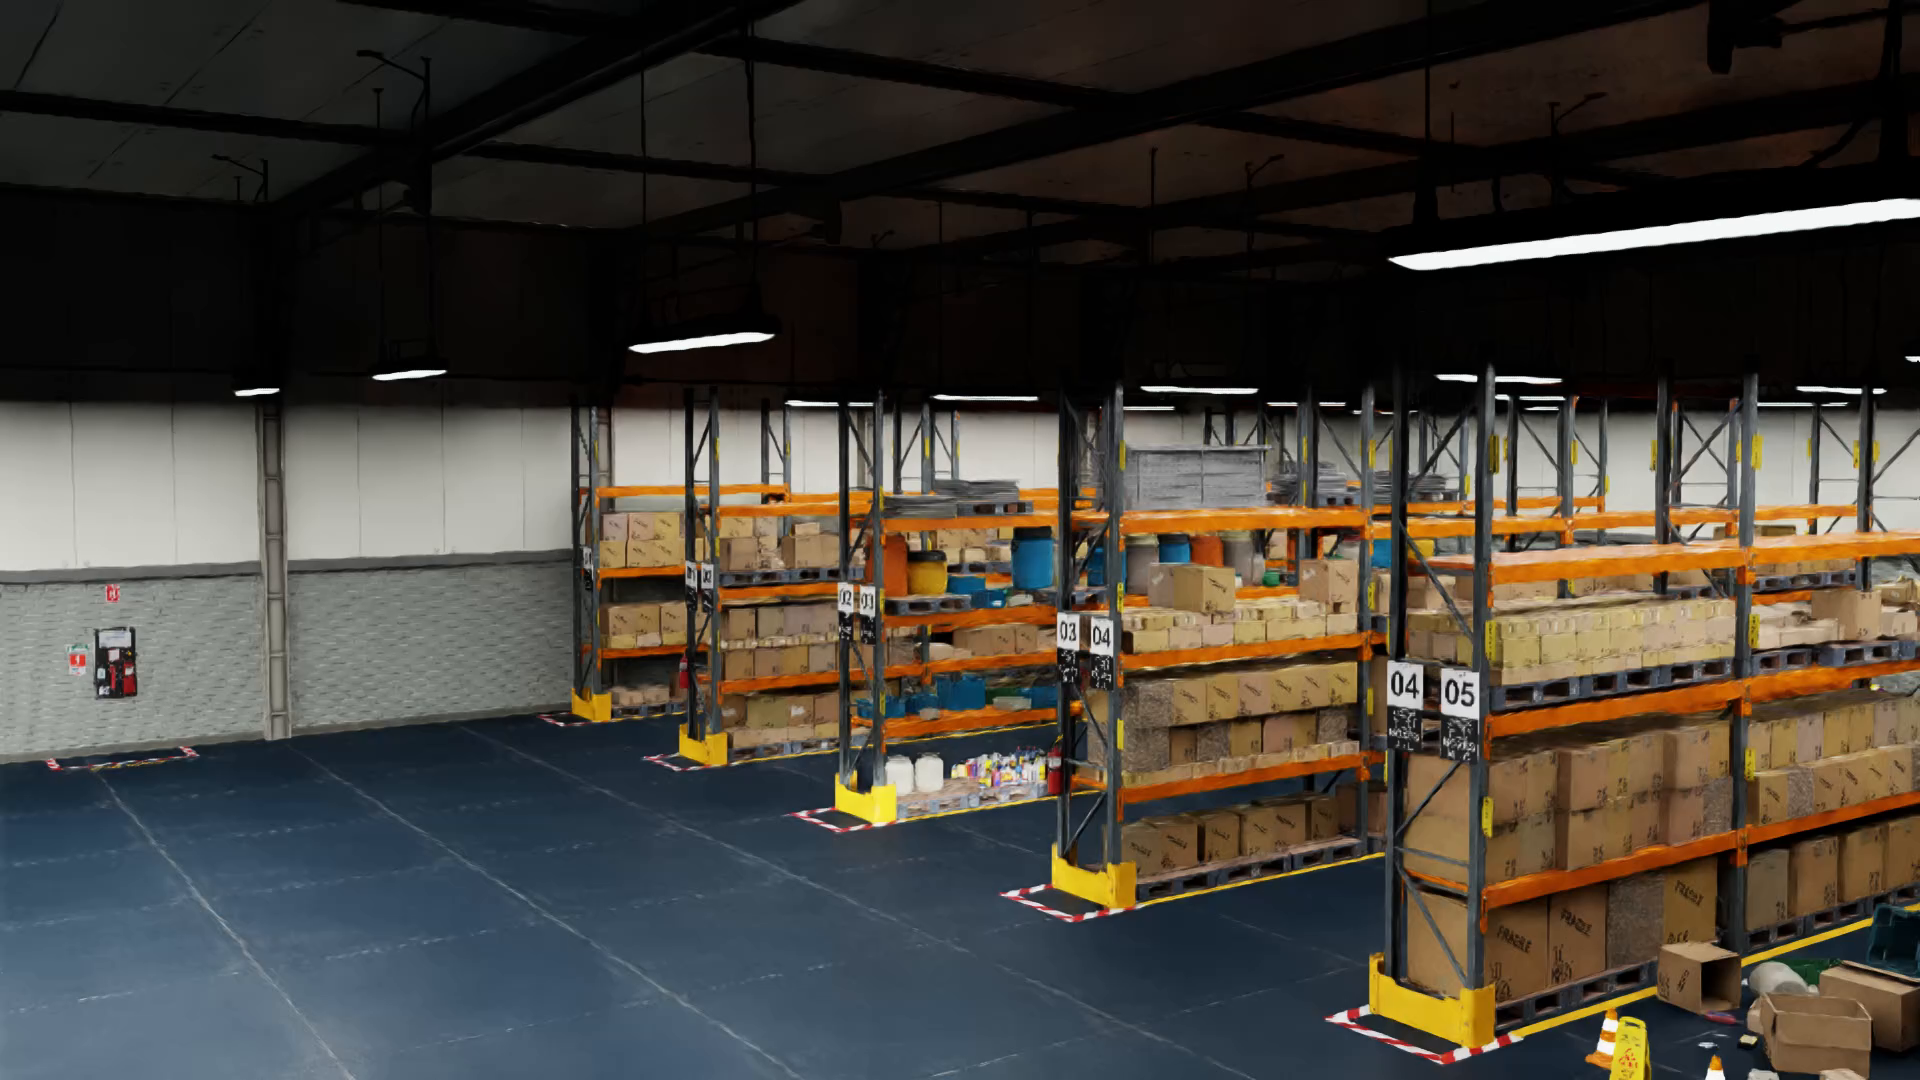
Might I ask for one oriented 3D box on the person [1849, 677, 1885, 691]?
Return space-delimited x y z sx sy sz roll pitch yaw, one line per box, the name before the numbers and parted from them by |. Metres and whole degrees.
person | 13.849 2.776 25.478 1.117 1.691 0.577 -2 4 -32
